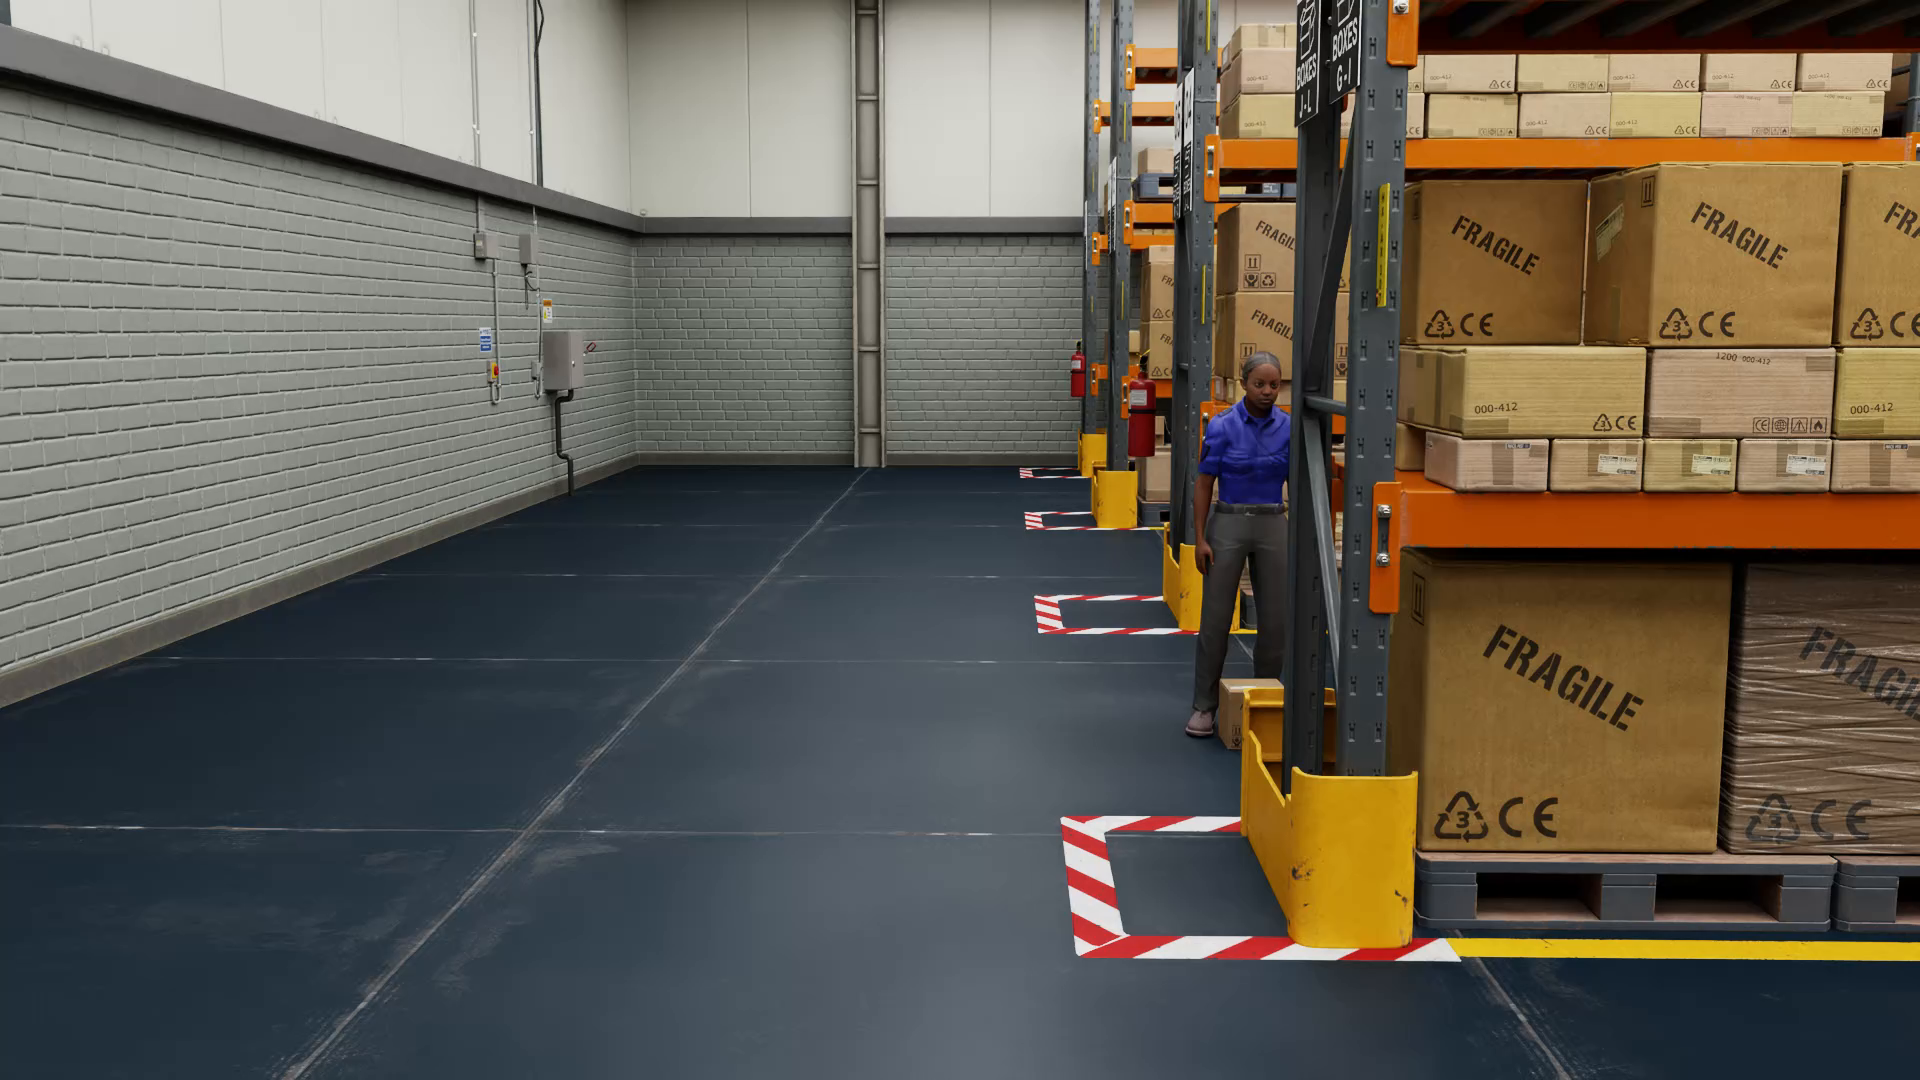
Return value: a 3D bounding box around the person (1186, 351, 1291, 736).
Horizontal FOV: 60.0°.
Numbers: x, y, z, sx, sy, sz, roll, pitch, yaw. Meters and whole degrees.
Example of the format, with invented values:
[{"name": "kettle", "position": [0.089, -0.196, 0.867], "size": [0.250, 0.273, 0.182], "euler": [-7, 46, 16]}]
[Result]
[{"name": "person", "position": [1.244, 0.012, 7.201], "size": [0.532, 1.655, 0.349], "euler": [0, 7, -2]}]
